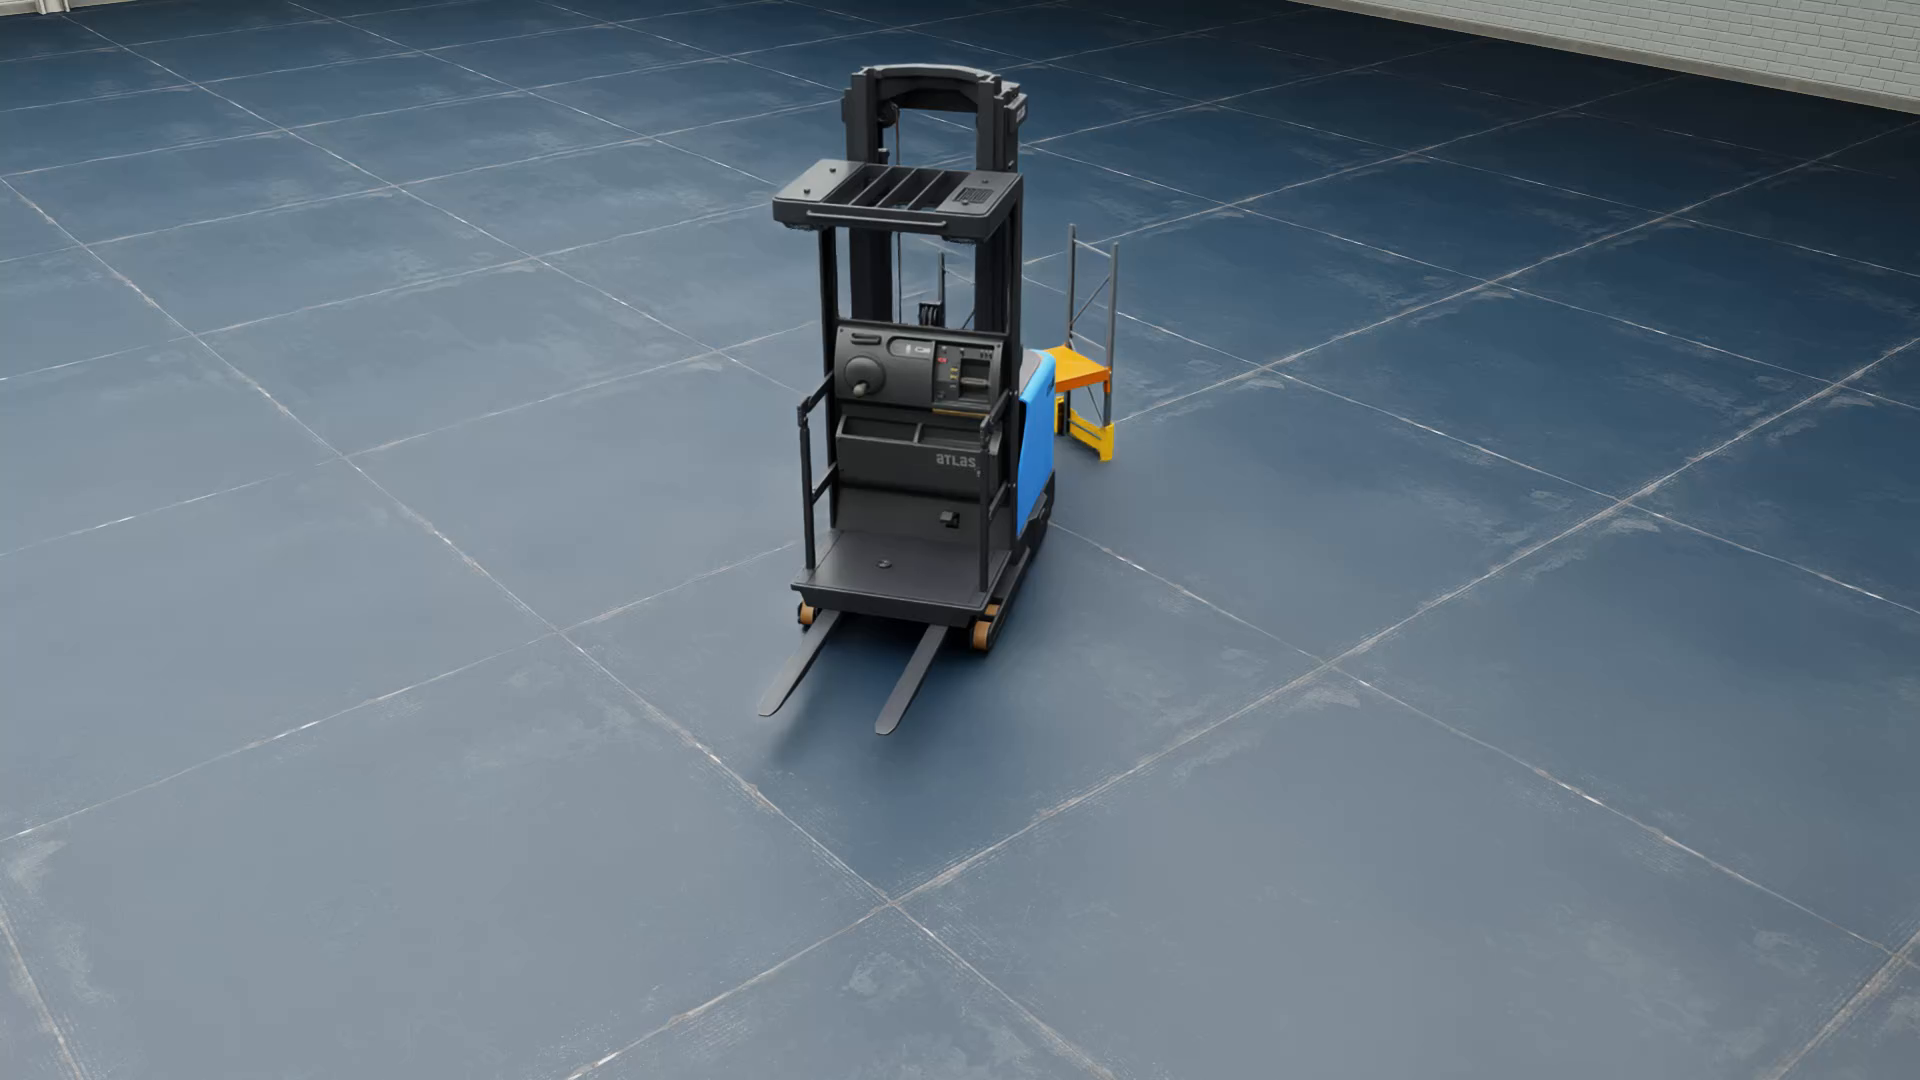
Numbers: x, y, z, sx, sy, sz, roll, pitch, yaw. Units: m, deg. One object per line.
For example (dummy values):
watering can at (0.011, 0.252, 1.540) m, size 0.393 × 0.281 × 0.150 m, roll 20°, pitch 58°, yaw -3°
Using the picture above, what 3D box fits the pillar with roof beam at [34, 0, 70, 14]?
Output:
pillar with roof beam at (-11.003, -10.473, 20.300) m, size 0.400 × 9.000 × 9.100 m, roll -22°, pitch 35°, yaw -35°

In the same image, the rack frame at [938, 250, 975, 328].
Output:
rack frame at (0.011, -1.066, 10.654) m, size 0.032 × 1.500 × 0.500 m, roll -17°, pitch 32°, yaw -28°

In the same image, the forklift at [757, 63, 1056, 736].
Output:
forklift at (-0.280, -0.886, 8.799) m, size 1.130 × 2.935 × 3.031 m, roll 7°, pitch 29°, yaw 13°

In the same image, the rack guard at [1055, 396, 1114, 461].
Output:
rack guard at (0.850, -0.769, 11.424) m, size 0.087 × 0.250 × 0.587 m, roll -17°, pitch 32°, yaw -28°

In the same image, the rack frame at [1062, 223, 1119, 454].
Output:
rack frame at (0.866, -1.325, 11.139) m, size 0.032 × 1.500 × 0.500 m, roll -17°, pitch 32°, yaw -28°

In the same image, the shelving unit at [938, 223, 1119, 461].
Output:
shelving unit at (0.431, -1.194, 10.892) m, size 1.083 × 1.500 × 0.587 m, roll -17°, pitch 32°, yaw -28°

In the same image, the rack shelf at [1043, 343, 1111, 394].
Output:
rack shelf at (0.439, -1.037, 10.981) m, size 1.000 × 0.185 × 0.538 m, roll -17°, pitch 32°, yaw -28°
